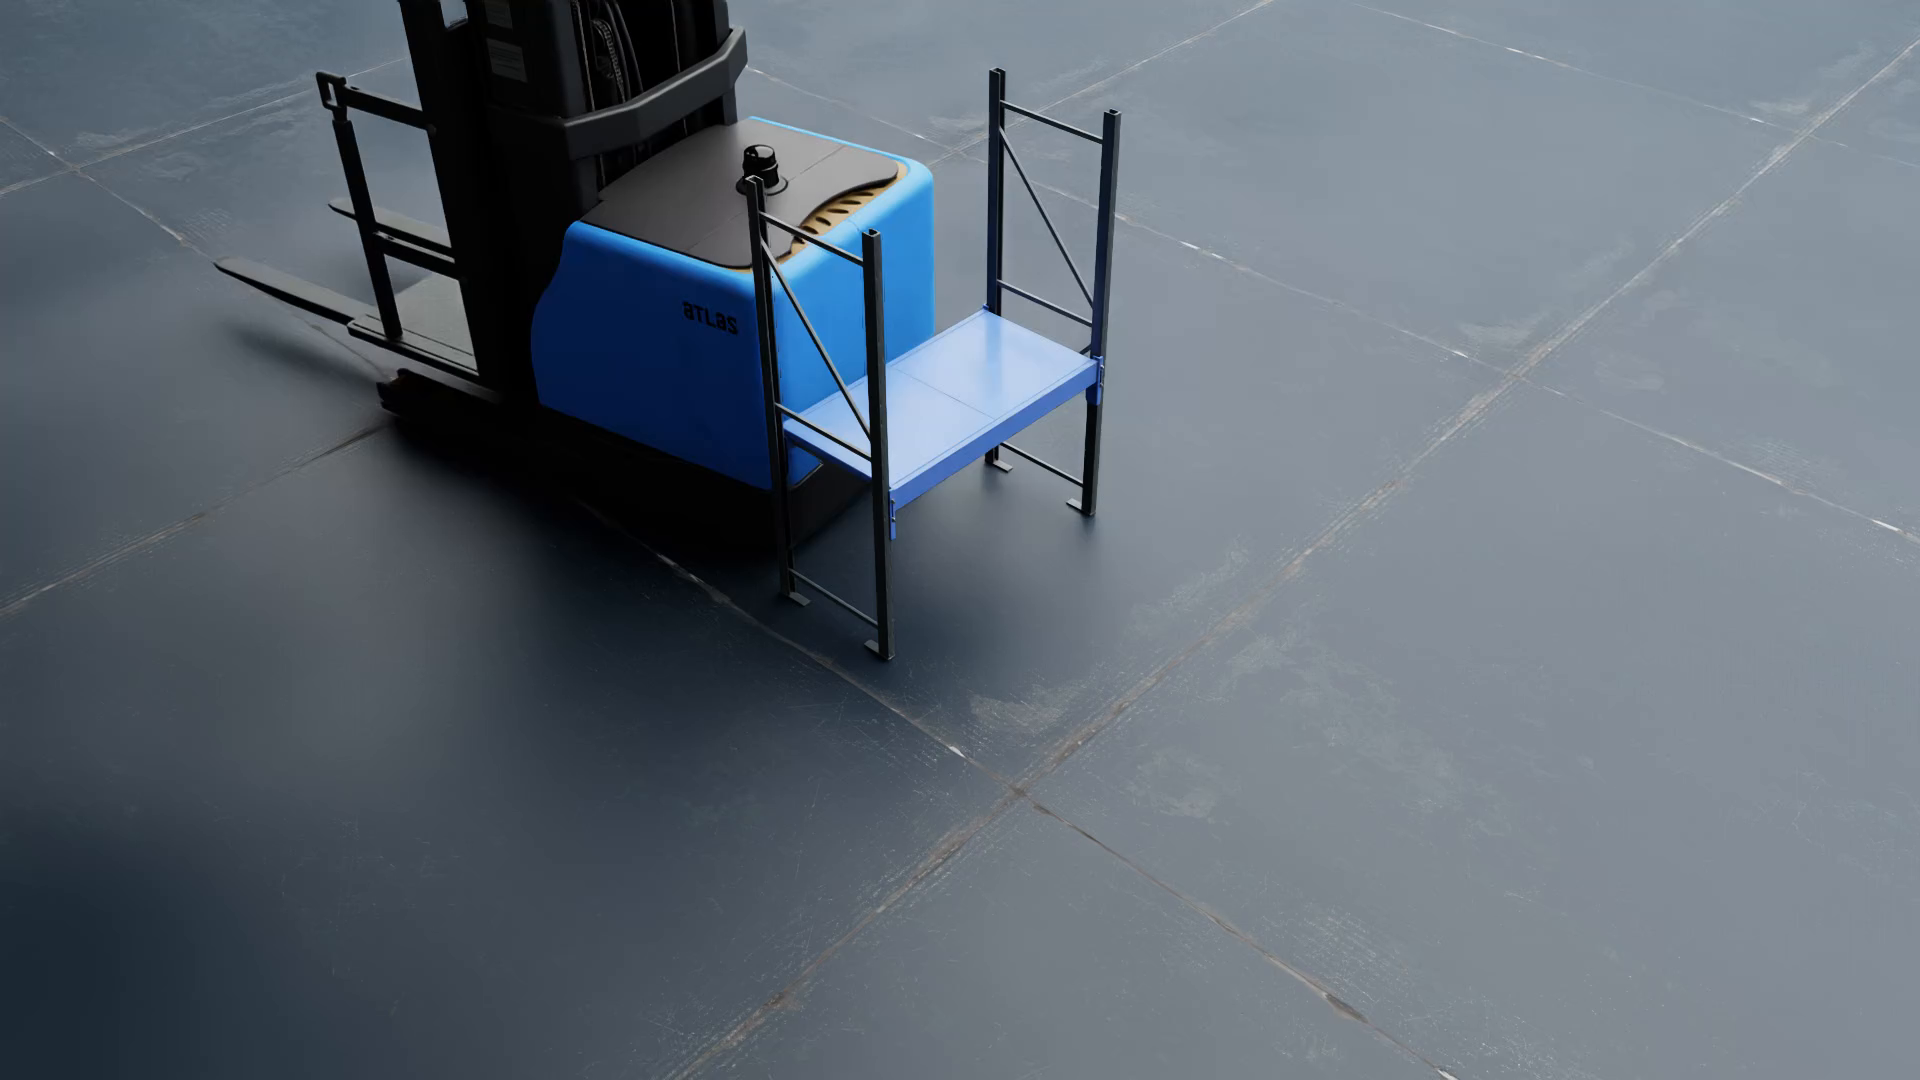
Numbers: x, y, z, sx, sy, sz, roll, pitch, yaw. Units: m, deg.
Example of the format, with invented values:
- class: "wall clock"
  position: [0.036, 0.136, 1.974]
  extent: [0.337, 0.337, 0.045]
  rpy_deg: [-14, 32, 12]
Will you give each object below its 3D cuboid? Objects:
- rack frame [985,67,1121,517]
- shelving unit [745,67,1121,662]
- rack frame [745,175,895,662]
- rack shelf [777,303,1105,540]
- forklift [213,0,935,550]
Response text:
- class: "rack frame"
  position: [0.285, -0.781, 5.528]
  extent: [0.500, 1.500, 0.032]
  rpy_deg: [30, 47, 32]
- class: "shelving unit"
  position: [-0.058, -0.548, 5.234]
  extent: [0.538, 1.500, 1.048]
  rpy_deg: [30, 47, 32]
- class: "rack frame"
  position: [-0.400, -0.314, 4.940]
  extent: [0.500, 1.500, 0.032]
  rpy_deg: [30, 47, 32]
- class: "rack shelf"
  position: [-0.058, -0.407, 5.346]
  extent: [0.538, 0.185, 1.000]
  rpy_deg: [30, 47, 32]
- class: "forklift"
  position: [-1.601, -1.800, 5.659]
  extent: [3.031, 2.935, 1.130]
  rpy_deg: [21, 43, 24]
